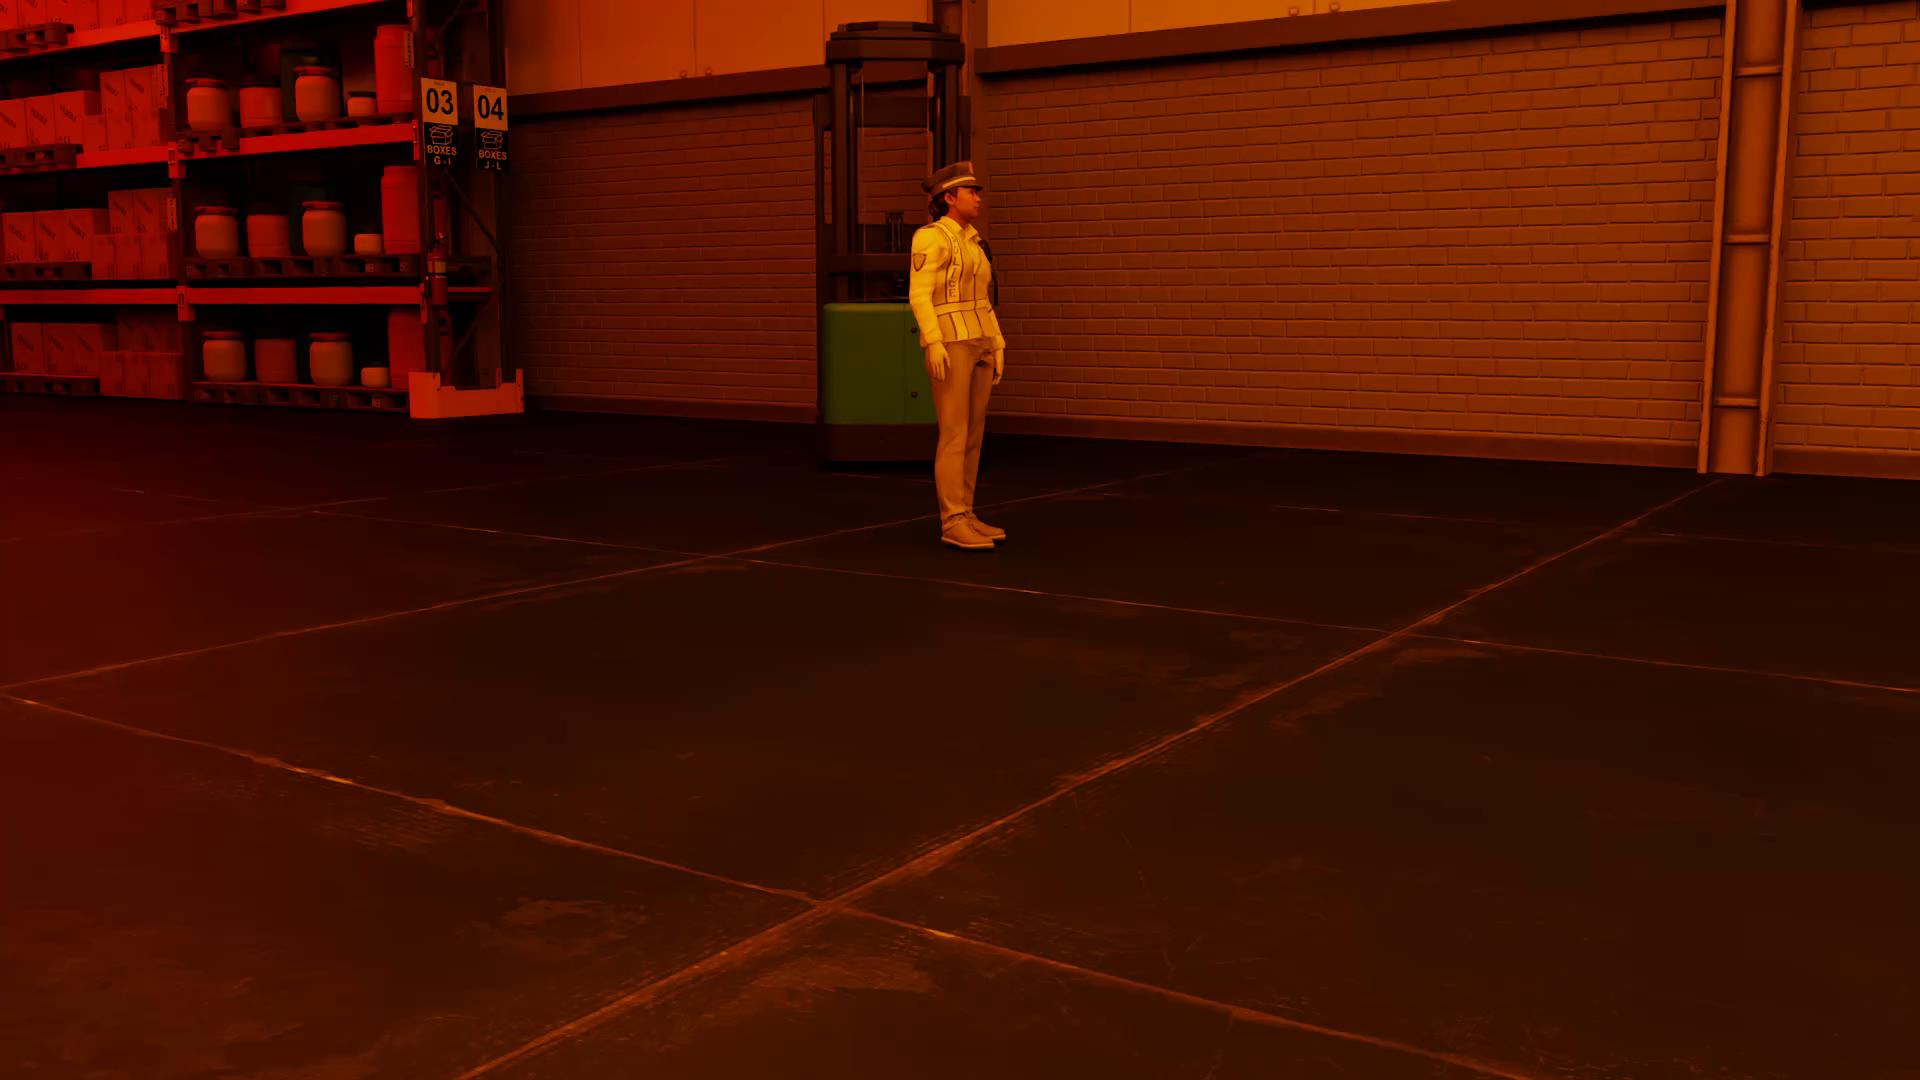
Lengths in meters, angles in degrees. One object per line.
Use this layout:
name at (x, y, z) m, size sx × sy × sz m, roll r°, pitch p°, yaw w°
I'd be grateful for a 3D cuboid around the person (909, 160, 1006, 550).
person at (0.053, -0.840, 7.440) m, size 0.531 × 1.695 × 0.587 m, roll 5°, pitch 10°, yaw 34°

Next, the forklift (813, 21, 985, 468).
forklift at (-0.495, -2.096, 11.933) m, size 1.130 × 2.935 × 3.031 m, roll -1°, pitch 8°, yaw -5°
